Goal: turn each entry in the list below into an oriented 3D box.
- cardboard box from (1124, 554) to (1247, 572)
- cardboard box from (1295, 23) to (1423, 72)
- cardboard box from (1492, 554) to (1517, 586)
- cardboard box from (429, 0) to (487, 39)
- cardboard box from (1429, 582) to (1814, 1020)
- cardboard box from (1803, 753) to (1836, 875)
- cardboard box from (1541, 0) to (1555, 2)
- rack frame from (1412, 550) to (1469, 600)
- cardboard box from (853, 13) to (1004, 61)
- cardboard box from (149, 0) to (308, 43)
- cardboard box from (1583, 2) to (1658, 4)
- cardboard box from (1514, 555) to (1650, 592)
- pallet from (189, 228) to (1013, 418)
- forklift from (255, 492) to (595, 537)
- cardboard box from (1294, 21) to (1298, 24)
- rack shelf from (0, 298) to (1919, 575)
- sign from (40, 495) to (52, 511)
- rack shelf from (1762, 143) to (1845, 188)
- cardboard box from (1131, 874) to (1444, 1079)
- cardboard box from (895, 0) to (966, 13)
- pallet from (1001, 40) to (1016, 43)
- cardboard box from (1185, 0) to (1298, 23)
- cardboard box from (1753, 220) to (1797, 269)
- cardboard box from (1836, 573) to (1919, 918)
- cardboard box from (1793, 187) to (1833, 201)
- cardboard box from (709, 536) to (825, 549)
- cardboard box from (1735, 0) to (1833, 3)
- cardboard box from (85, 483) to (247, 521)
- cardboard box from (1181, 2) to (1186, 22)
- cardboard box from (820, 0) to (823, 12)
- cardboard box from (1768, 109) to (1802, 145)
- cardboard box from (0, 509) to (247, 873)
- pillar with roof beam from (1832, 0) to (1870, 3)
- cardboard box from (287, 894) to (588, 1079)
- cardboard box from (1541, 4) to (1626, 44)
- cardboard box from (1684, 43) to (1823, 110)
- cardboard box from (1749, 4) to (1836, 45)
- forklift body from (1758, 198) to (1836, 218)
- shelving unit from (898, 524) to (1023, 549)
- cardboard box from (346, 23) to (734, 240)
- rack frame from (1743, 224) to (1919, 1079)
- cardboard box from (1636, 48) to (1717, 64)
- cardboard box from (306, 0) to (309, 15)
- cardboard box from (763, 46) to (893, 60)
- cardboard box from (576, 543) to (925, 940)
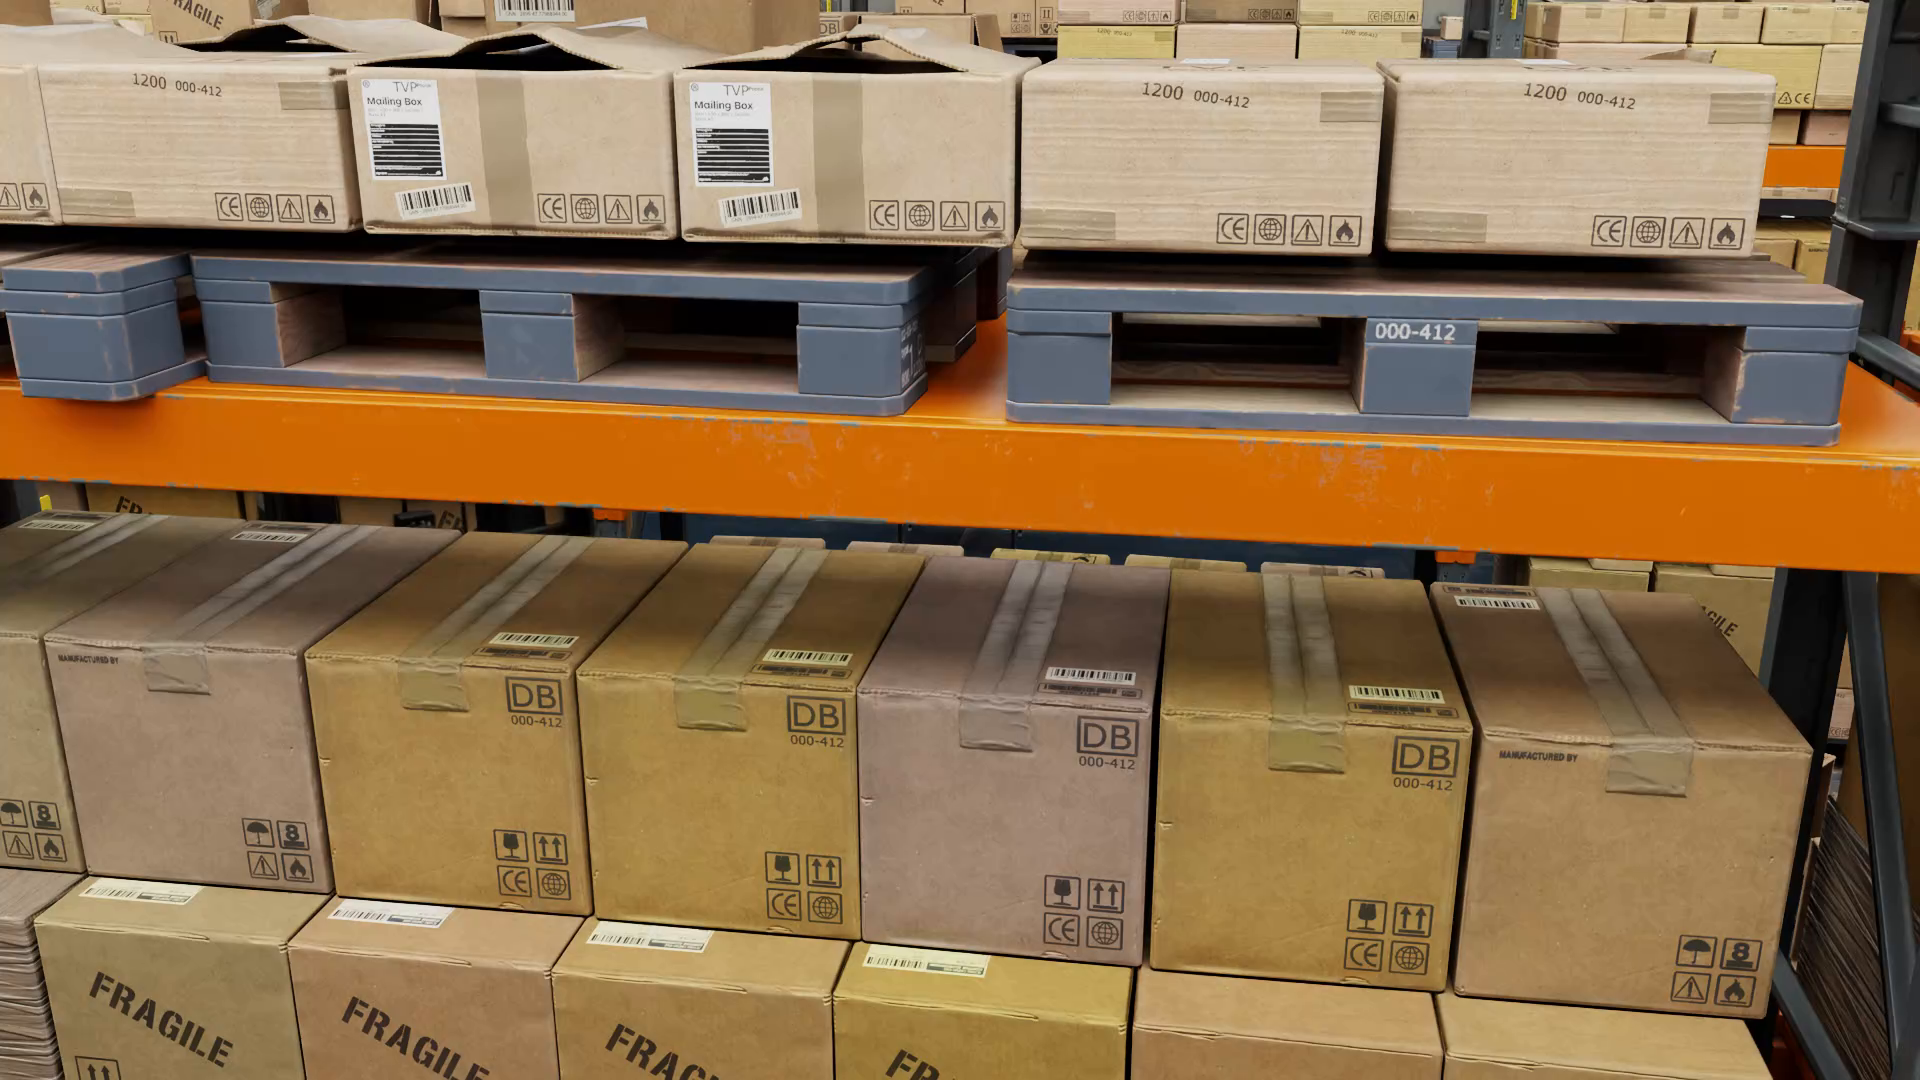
[{"bbox_3d":[1.083,0.414,8.318,0.625,0.372,0.950,4,19,12],"label":"cardboard box"},{"bbox_3d":[1.712,-2.107,7.219,0.500,0.250,0.500,3,19,8],"label":"cardboard box"},{"bbox_3d":[2.938,0.123,8.199,0.500,0.500,0.500,3,19,8],"label":"cardboard box"},{"bbox_3d":[-2.034,-2.416,7.744,0.637,0.503,0.797,2,19,5],"label":"cardboard box"},{"bbox_3d":[1.135,0.439,3.030,0.500,0.500,0.700,3,19,8],"label":"cardboard box"},{"bbox_3d":[3.153,1.092,6.747,0.500,0.500,0.500,-15,24,-38],"label":"cardboard box"},{"bbox_3d":[3.878,-3.636,11.536,0.500,0.311,0.500,3,19,10],"label":"cardboard box"},{"bbox_3d":[2.311,-0.572,7.786,0.127,3.000,1.000,3,19,9],"label":"rack frame"},{"bbox_3d":[-0.128,-2.177,7.692,0.637,0.503,0.797,3,19,9],"label":"cardboard box"},{"bbox_3d":[-3.424,-2.440,7.823,0.500,0.500,0.500,3,19,9],"label":"cardboard box"},{"bbox_3d":[2.928,-2.317,7.413,0.250,0.149,0.380,2,19,7],"label":"cardboard box"},{"bbox_3d":[2.851,0.291,7.695,0.500,0.500,0.500,4,19,11],"label":"cardboard box"},{"bbox_3d":[-0.575,-0.479,3.079,1.213,0.211,1.003,4,19,11],"label":"pallet"},{"bbox_3d":[-1.601,0.247,5.446,1.130,2.935,3.031,-13,23,-34],"label":"forklift"},{"bbox_3d":[1.798,-2.278,7.730,0.500,0.250,0.500,2,19,7],"label":"cardboard box"},{"bbox_3d":[-0.349,-0.198,3.075,4.000,0.370,1.077,3,19,9],"label":"rack shelf"},{"bbox_3d":[-2.239,0.059,4.074,0.005,0.325,0.100,3,19,9],"label":"sign"},{"bbox_3d":[4.286,-1.553,7.123,4.000,0.370,1.077,3,19,9],"label":"rack shelf"},{"bbox_3d":[0.569,0.968,3.024,0.500,0.500,0.500,3,19,8],"label":"cardboard box"},{"bbox_3d":[-0.178,-3.932,12.124,0.500,0.500,0.500,3,19,9],"label":"cardboard box"},{"bbox_3d":[-0.170,-3.656,12.571,1.003,0.211,1.213,4,19,11],"label":"pallet"},{"bbox_3d":[1.304,-2.537,7.716,0.500,0.250,0.500,3,19,7],"label":"cardboard box"},{"bbox_3d":[3.212,-1.112,7.198,0.500,0.500,0.700,3,19,9],"label":"cardboard box"},{"bbox_3d":[1.985,0.430,2.853,0.550,0.550,0.875,3,19,9],"label":"cardboard box"},{"bbox_3d":[5.912,-2.417,11.652,0.250,0.149,0.380,3,19,9],"label":"cardboard box"},{"bbox_3d":[-1.082,0.305,8.643,0.625,0.372,0.950,2,19,5],"label":"cardboard box"},{"bbox_3d":[5.573,-3.671,11.344,0.500,0.500,0.700,3,19,9],"label":"cardboard box"},{"bbox_3d":[-4.069,-0.117,9.113,0.875,0.875,0.875,3,19,10],"label":"cardboard box"},{"bbox_3d":[1.584,-3.753,11.886,0.500,0.311,0.500,2,19,7],"label":"cardboard box"},{"bbox_3d":[-1.174,-4.115,12.787,0.250,0.149,0.380,2,19,7],"label":"cardboard box"},{"bbox_3d":[3.333,-1.749,6.973,0.250,0.149,0.380,3,19,10],"label":"cardboard box"},{"bbox_3d":[-1.882,0.287,3.486,0.500,0.500,0.700,3,19,8],"label":"cardboard box"},{"bbox_3d":[5.817,-3.740,7.798,0.400,9.000,9.100,3,19,9],"label":"pillar with roof beam"},{"bbox_3d":[-0.923,0.892,3.251,0.500,0.500,0.500,3,19,9],"label":"cardboard box"},{"bbox_3d":[2.571,-2.136,6.870,0.250,0.149,0.380,3,19,8],"label":"cardboard box"},{"bbox_3d":[3.213,-1.934,6.895,0.500,0.250,0.500,3,19,8],"label":"cardboard box"},{"bbox_3d":[3.346,-2.094,6.746,0.250,0.149,0.380,3,19,8],"label":"cardboard box"},{"bbox_3d":[4.883,-1.047,10.544,1.214,2.155,2.313,3,19,9],"label":"forklift body"},{"bbox_3d":[0.007,-0.711,10.564,0.755,1.500,0.431,3,19,9],"label":"shelving unit"},{"bbox_3d":[-0.642,-0.688,2.726,0.500,0.311,0.500,3,19,8],"label":"cardboard box"},{"bbox_3d":[1.626,0.984,3.136,0.127,3.000,1.000,3,19,9],"label":"rack frame"},{"bbox_3d":[1.069,-0.730,2.923,0.396,0.266,0.258,3,19,8],"label":"cardboard box"},{"bbox_3d":[-5.340,-4.210,12.909,0.500,0.250,0.500,3,19,9],"label":"cardboard box"},{"bbox_3d":[-0.188,-0.782,3.079,0.258,0.266,0.396,3,19,9],"label":"cardboard box"},{"bbox_3d":[-0.371,0.362,3.260,0.500,0.500,0.700,3,19,8],"label":"cardboard box"}]
